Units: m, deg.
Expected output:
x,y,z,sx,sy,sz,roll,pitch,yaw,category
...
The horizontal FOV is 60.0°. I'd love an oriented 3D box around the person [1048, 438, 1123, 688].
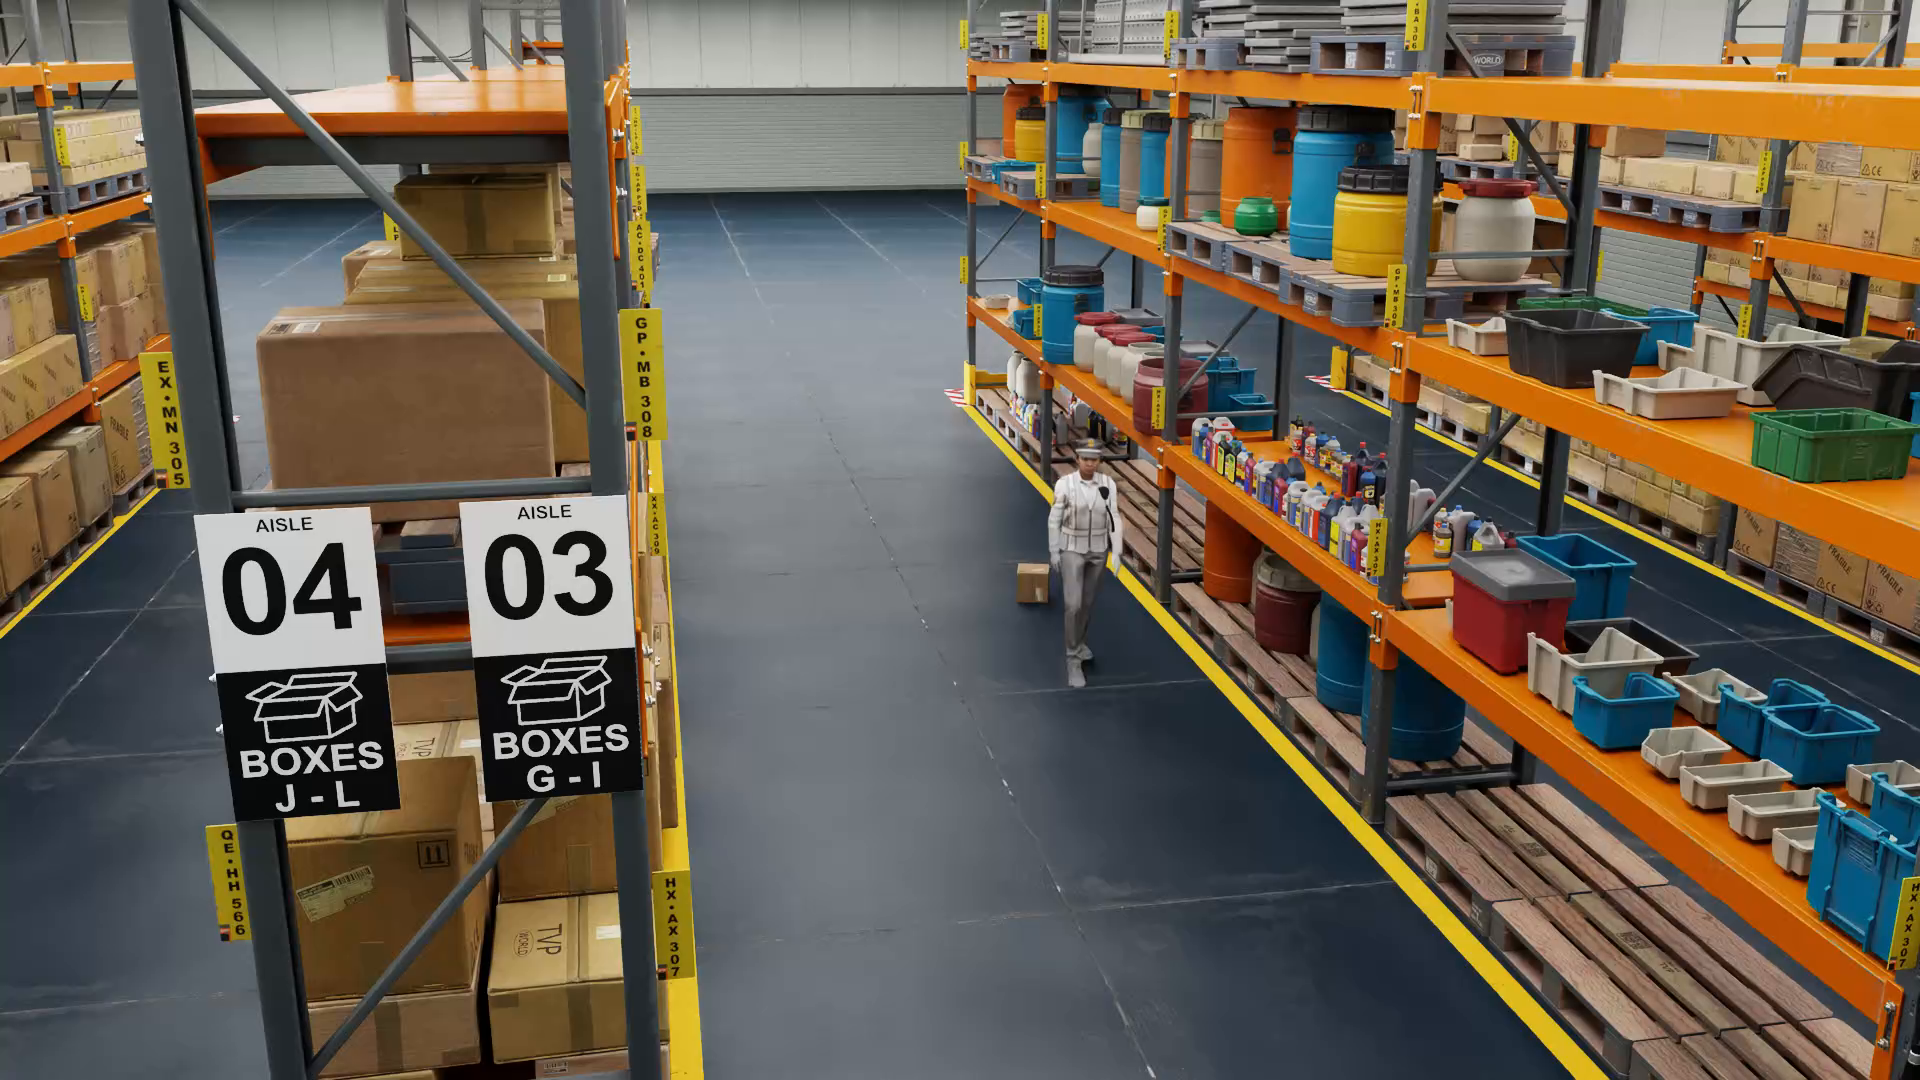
x,y,z,sx,sy,sz,roll,pitch,yaw,category
0.887,0.126,11.607,0.498,1.732,0.686,-3,17,-12,person
